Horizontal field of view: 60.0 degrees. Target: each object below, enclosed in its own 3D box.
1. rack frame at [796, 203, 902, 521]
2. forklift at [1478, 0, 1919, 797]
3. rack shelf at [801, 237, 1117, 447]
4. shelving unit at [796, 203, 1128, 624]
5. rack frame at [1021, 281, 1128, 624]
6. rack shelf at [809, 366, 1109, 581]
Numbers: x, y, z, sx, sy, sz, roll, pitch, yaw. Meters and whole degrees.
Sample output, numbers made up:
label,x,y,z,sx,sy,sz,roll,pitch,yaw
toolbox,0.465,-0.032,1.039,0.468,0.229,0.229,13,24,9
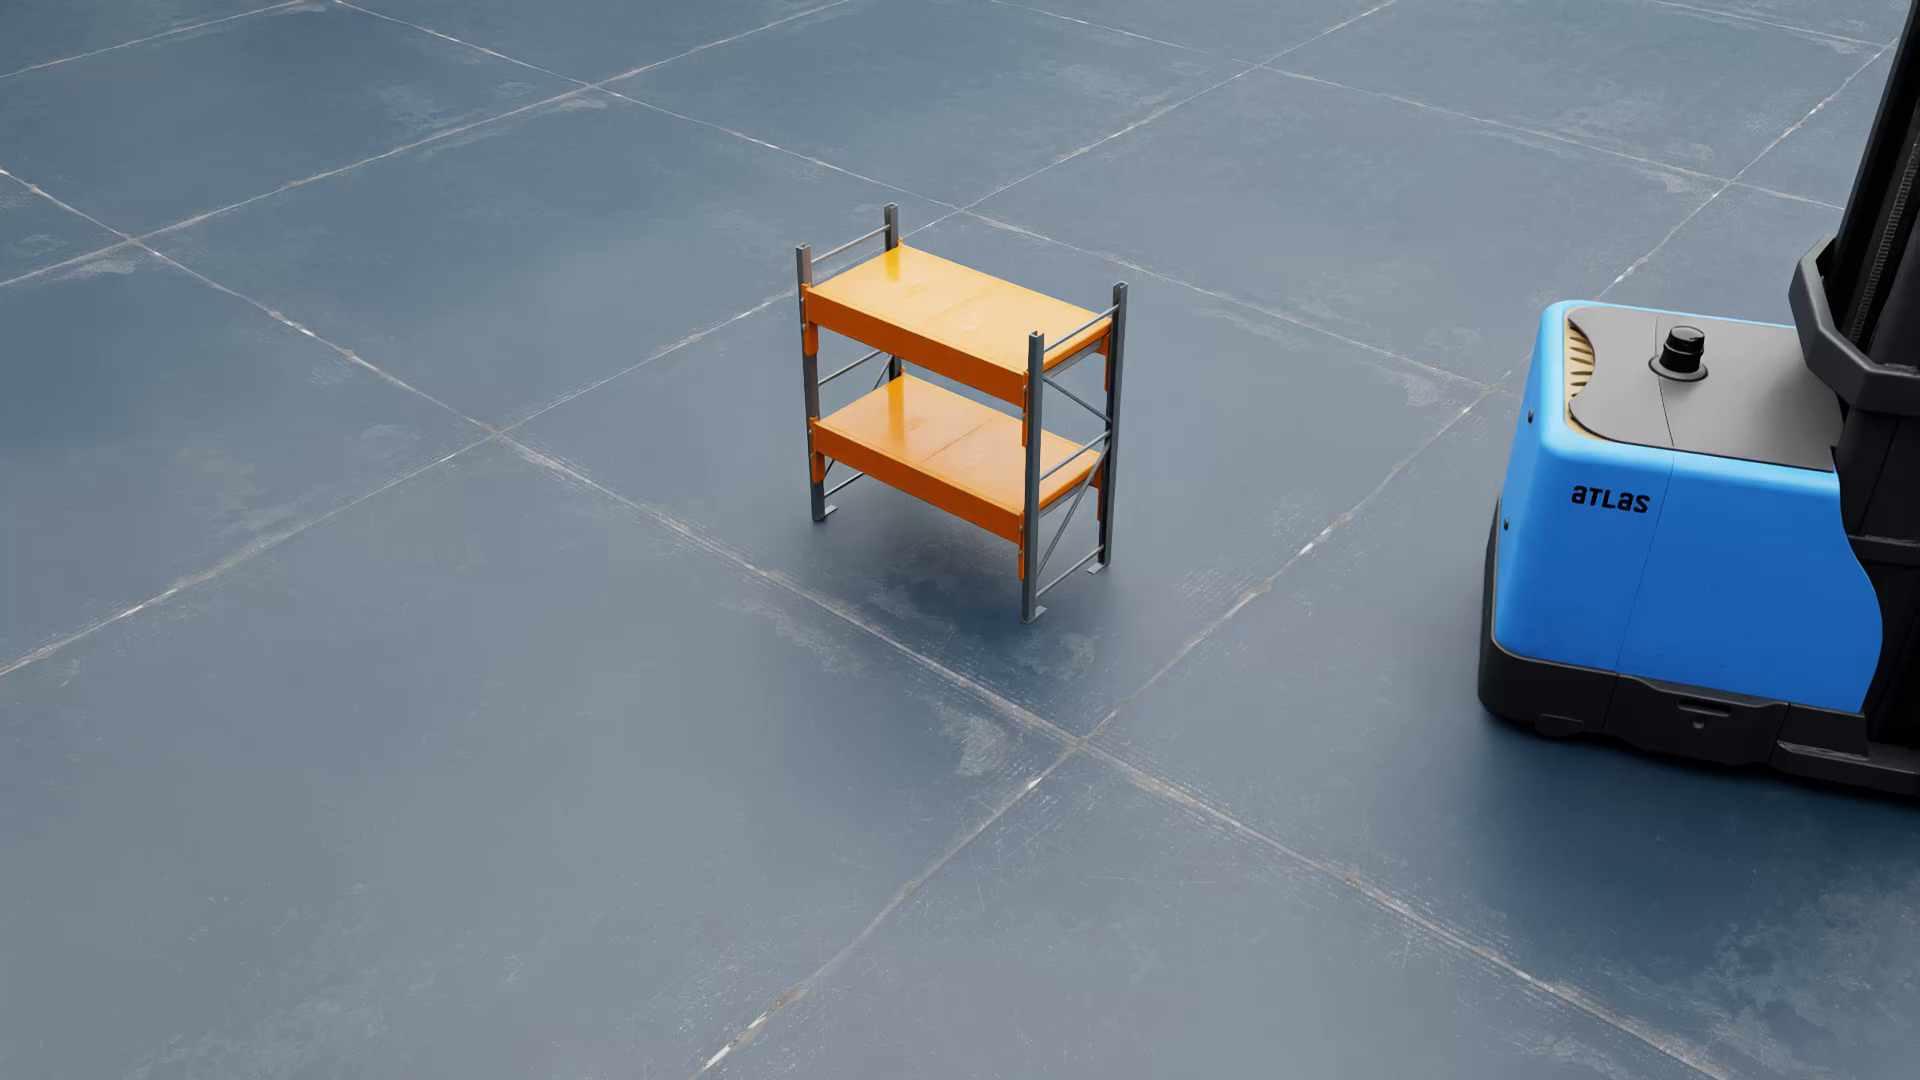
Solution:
label,x,y,z,sx,sy,sz,roll,pitch,yaw
rack frame,-0.396,-0.650,6.203,0.032,1.125,0.500,25,42,32
forklift,3.254,-0.639,4.592,3.031,2.935,1.130,10,36,14
rack shelf,-0.005,-0.707,5.769,1.000,0.278,0.538,25,42,32
shelving unit,-0.005,-0.466,5.935,1.048,1.125,0.538,25,42,32
rack frame,0.385,-0.282,5.667,0.032,1.125,0.500,25,42,32
rack shelf,-0.005,-0.265,6.074,1.000,0.278,0.538,25,42,32
